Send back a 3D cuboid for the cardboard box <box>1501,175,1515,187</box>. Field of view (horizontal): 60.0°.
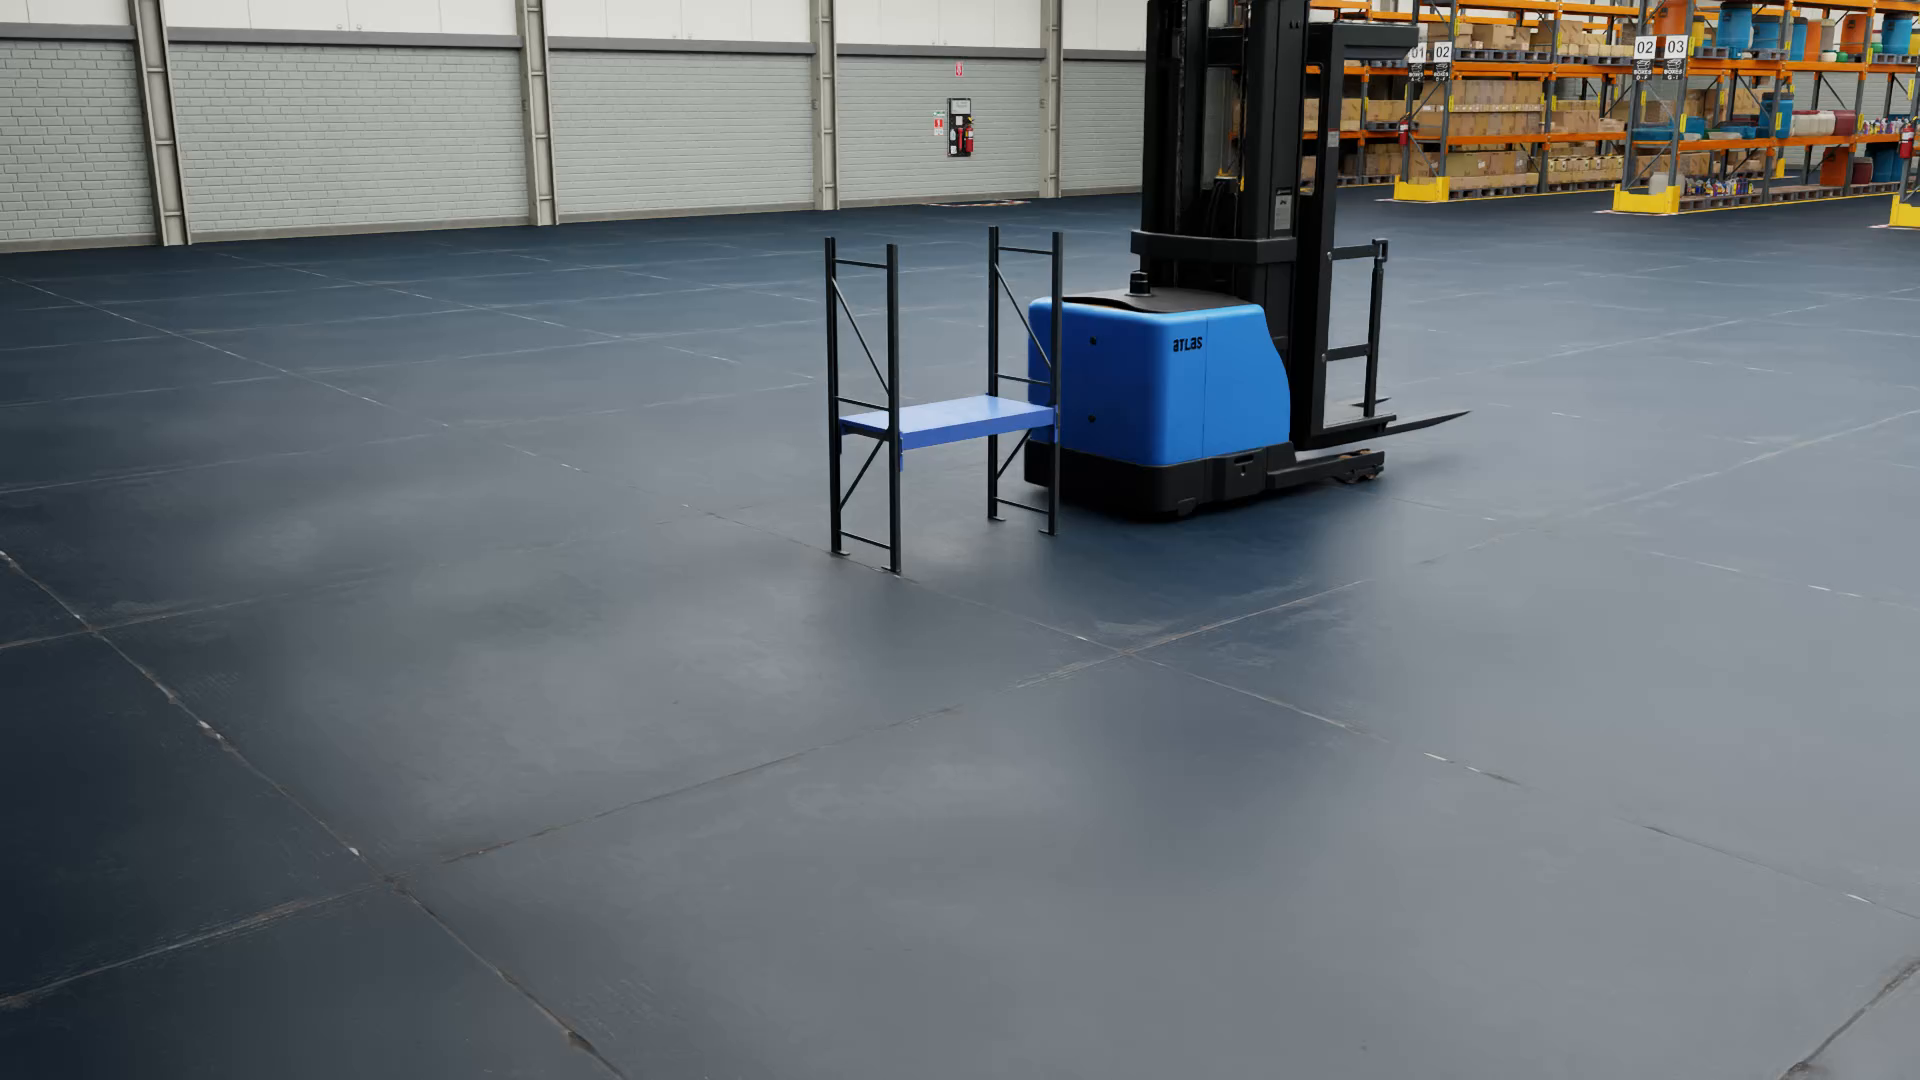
[{"bbox_3d":[11.821,-7.904,36.542,0.500,0.250,0.500,-13,19,-39],"label":"cardboard box"}]

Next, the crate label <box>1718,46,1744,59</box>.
[{"bbox_3d":[14.639,-9.309,31.762,0.408,0.251,0.502,-13,19,-39],"label":"crate label"}]

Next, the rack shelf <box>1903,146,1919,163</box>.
[{"bbox_3d":[17.770,-6.705,28.935,4.000,0.370,1.077,-13,19,-39],"label":"rack shelf"}]

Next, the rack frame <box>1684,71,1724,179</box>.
[{"bbox_3d":[18.814,-10.676,42.407,0.127,3.000,1.000,-13,19,-39],"label":"rack frame"}]

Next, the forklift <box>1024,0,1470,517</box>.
[{"bbox_3d":[1.815,-1.827,9.410,3.031,2.935,1.130,-12,19,-38],"label":"forklift"}]

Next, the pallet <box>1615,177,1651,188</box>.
[{"bbox_3d":[16.385,-8.770,40.675,1.213,0.211,1.003,-13,19,-39],"label":"pallet"}]

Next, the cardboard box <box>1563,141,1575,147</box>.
[{"bbox_3d":[17.507,-11.420,47.964,0.250,0.149,0.380,-12,19,-39],"label":"cardboard box"}]

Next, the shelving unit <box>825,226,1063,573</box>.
[{"bbox_3d":[-0.064,-0.710,8.002,1.048,1.500,0.538,-13,19,-39],"label":"shelving unit"}]

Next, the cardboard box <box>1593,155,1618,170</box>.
[{"bbox_3d":[15.175,-8.918,39.252,0.500,0.311,0.500,-13,20,-40],"label":"cardboard box"}]

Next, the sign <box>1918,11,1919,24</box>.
[{"bbox_3d":[15.912,-8.703,27.490,0.005,0.325,0.100,-13,19,-39],"label":"sign"}]

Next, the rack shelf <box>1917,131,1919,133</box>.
[{"bbox_3d":[23.572,-9.703,40.155,4.000,0.370,1.077,-13,19,-39],"label":"rack shelf"}]

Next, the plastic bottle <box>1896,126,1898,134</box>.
[{"bbox_3d":[21.151,-9.291,37.604,0.097,0.201,0.097,0,15,0],"label":"plastic bottle"}]

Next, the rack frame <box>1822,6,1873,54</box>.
[{"bbox_3d":[19.045,-11.932,35.483,0.127,3.000,1.000,-13,19,-39],"label":"rack frame"}]

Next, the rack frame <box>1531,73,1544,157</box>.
[{"bbox_3d":[15.559,-11.640,46.015,0.127,3.000,1.000,-13,19,-39],"label":"rack frame"}]

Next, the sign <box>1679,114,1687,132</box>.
[{"bbox_3d":[13.368,-7.704,30.744,0.005,0.325,0.100,-13,19,-39],"label":"sign"}]

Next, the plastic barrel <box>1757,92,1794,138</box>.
[{"bbox_3d":[16.518,-8.605,33.680,0.708,0.901,0.600,-13,19,-39],"label":"plastic barrel"}]

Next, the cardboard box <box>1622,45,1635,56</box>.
[{"bbox_3d":[16.104,-11.577,39.771,0.500,0.500,0.910,-13,19,-39],"label":"cardboard box"}]

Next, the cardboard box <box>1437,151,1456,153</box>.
[{"bbox_3d":[10.715,-8.201,36.202,0.500,0.500,0.500,-13,19,-39],"label":"cardboard box"}]

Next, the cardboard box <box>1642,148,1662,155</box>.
[{"bbox_3d":[17.157,-9.754,41.494,0.500,0.250,0.500,-13,20,-40],"label":"cardboard box"}]

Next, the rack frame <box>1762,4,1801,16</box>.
[{"bbox_3d":[21.832,-14.252,44.169,0.127,3.000,1.000,-13,19,-39],"label":"rack frame"}]

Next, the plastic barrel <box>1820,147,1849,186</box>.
[{"bbox_3d":[19.403,-8.274,36.806,0.708,0.830,0.600,-13,19,-39],"label":"plastic barrel"}]

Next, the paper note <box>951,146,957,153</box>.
[{"bbox_3d":[-0.127,-8.024,34.186,0.142,0.148,0.016,-13,19,-39],"label":"paper note"}]

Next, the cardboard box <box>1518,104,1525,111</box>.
[{"bbox_3d":[12.133,-9.464,36.417,0.250,0.149,0.380,-13,20,-39],"label":"cardboard box"}]

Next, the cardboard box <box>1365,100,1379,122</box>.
[{"bbox_3d":[9.931,-10.625,41.169,0.500,0.500,0.700,-13,19,-39],"label":"cardboard box"}]

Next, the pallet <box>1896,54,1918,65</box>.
[{"bbox_3d":[20.682,-10.725,37.141,1.213,0.211,1.003,-13,19,-39],"label":"pallet"}]

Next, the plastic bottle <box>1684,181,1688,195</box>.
[{"bbox_3d":[14.386,-6.992,33.024,0.133,0.283,0.061,-13,19,-39],"label":"plastic bottle"}]

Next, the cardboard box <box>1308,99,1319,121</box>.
[{"bbox_3d":[8.219,-10.187,39.373,0.500,0.500,0.500,-12,19,-38],"label":"cardboard box"}]

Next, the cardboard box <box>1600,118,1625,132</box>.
[{"bbox_3d":[15.493,-9.902,39.682,0.500,0.311,0.500,-11,19,-36],"label":"cardboard box"}]

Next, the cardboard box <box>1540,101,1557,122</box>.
[{"bbox_3d":[15.979,-11.874,46.308,0.700,0.700,0.980,-12,19,-39],"label":"cardboard box"}]

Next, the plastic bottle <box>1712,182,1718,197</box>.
[{"bbox_3d":[14.765,-6.860,32.530,0.133,0.283,0.061,-12,19,-38],"label":"plastic bottle"}]

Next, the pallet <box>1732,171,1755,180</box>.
[{"bbox_3d":[20.254,-9.653,43.979,1.213,0.211,1.003,-13,19,-39],"label":"pallet"}]

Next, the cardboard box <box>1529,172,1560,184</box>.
[{"bbox_3d":[13.246,-8.216,37.709,0.500,0.250,0.500,-13,20,-41],"label":"cardboard box"}]

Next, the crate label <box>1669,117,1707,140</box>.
[{"bbox_3d":[14.221,-8.060,32.543,0.616,0.435,0.502,-13,19,-39],"label":"crate label"}]

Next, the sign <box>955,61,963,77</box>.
[{"bbox_3d":[-0.020,-9.604,33.902,0.199,0.298,0.001,-13,19,-39],"label":"sign"}]

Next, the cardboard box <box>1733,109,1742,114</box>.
[{"bbox_3d":[19.762,-10.845,42.845,0.500,0.500,0.500,-12,19,-38],"label":"cardboard box"}]

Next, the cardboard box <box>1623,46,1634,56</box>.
[{"bbox_3d":[15.491,-11.490,39.119,0.500,0.250,0.500,14,21,43],"label":"cardboard box"}]

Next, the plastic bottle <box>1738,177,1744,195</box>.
[{"bbox_3d":[15.586,-7.091,33.265,0.185,0.351,0.144,-14,20,-42],"label":"plastic bottle"}]

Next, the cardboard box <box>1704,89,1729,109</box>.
[{"bbox_3d":[19.354,-11.233,42.358,0.500,0.500,0.500,-12,19,-38],"label":"cardboard box"}]

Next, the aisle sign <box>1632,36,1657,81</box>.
[{"bbox_3d":[12.761,-8.980,31.019,0.004,0.787,0.394,-13,19,-39],"label":"aisle sign"}]

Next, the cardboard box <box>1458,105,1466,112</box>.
[{"bbox_3d":[10.396,-9.075,34.961,0.250,0.149,0.380,-13,20,-41],"label":"cardboard box"}]

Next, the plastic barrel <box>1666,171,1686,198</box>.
[{"bbox_3d":[13.835,-6.891,32.241,0.421,0.512,0.421,0,15,0],"label":"plastic barrel"}]

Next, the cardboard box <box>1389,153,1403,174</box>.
[{"bbox_3d":[10.837,-9.593,42.344,0.500,0.500,0.700,-12,19,-39],"label":"cardboard box"}]

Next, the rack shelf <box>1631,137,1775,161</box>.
[{"bbox_3d":[14.519,-7.670,32.545,4.000,0.370,1.077,-13,19,-39],"label":"rack shelf"}]

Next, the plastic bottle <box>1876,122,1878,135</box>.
[{"bbox_3d":[20.313,-9.136,36.891,0.097,0.271,0.097,0,15,0],"label":"plastic bottle"}]

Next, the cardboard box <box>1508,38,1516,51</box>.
[{"bbox_3d":[11.819,-10.872,36.415,0.500,0.311,0.500,-14,20,-42],"label":"cardboard box"}]

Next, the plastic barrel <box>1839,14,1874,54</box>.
[{"bbox_3d":[19.475,-10.989,36.118,0.708,0.830,0.600,-13,19,-39],"label":"plastic barrel"}]

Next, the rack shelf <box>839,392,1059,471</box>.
[{"bbox_3d":[-0.064,-0.536,8.049,1.000,0.185,0.538,-13,19,-39],"label":"rack shelf"}]

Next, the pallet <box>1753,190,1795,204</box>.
[{"bbox_3d":[16.595,-7.149,34.607,1.213,0.211,1.003,-13,19,-39],"label":"pallet"}]

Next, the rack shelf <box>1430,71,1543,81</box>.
[{"bbox_3d":[14.051,-12.403,44.452,4.000,0.370,1.077,-13,19,-39],"label":"rack shelf"}]

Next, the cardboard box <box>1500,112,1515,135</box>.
[{"bbox_3d":[11.674,-9.118,36.379,0.500,0.500,0.700,-12,19,-39],"label":"cardboard box"}]

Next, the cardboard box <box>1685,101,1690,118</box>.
[{"bbox_3d":[17.833,-10.762,41.720,0.500,0.500,0.700,-9,17,-31],"label":"cardboard box"}]

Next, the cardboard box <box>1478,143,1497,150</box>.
[{"bbox_3d":[13.848,-10.373,44.623,0.750,0.750,0.750,-13,20,-40],"label":"cardboard box"}]

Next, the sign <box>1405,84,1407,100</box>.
[{"bbox_3d":[9.416,-9.425,35.020,0.005,0.325,0.100,-13,19,-39],"label":"sign"}]
